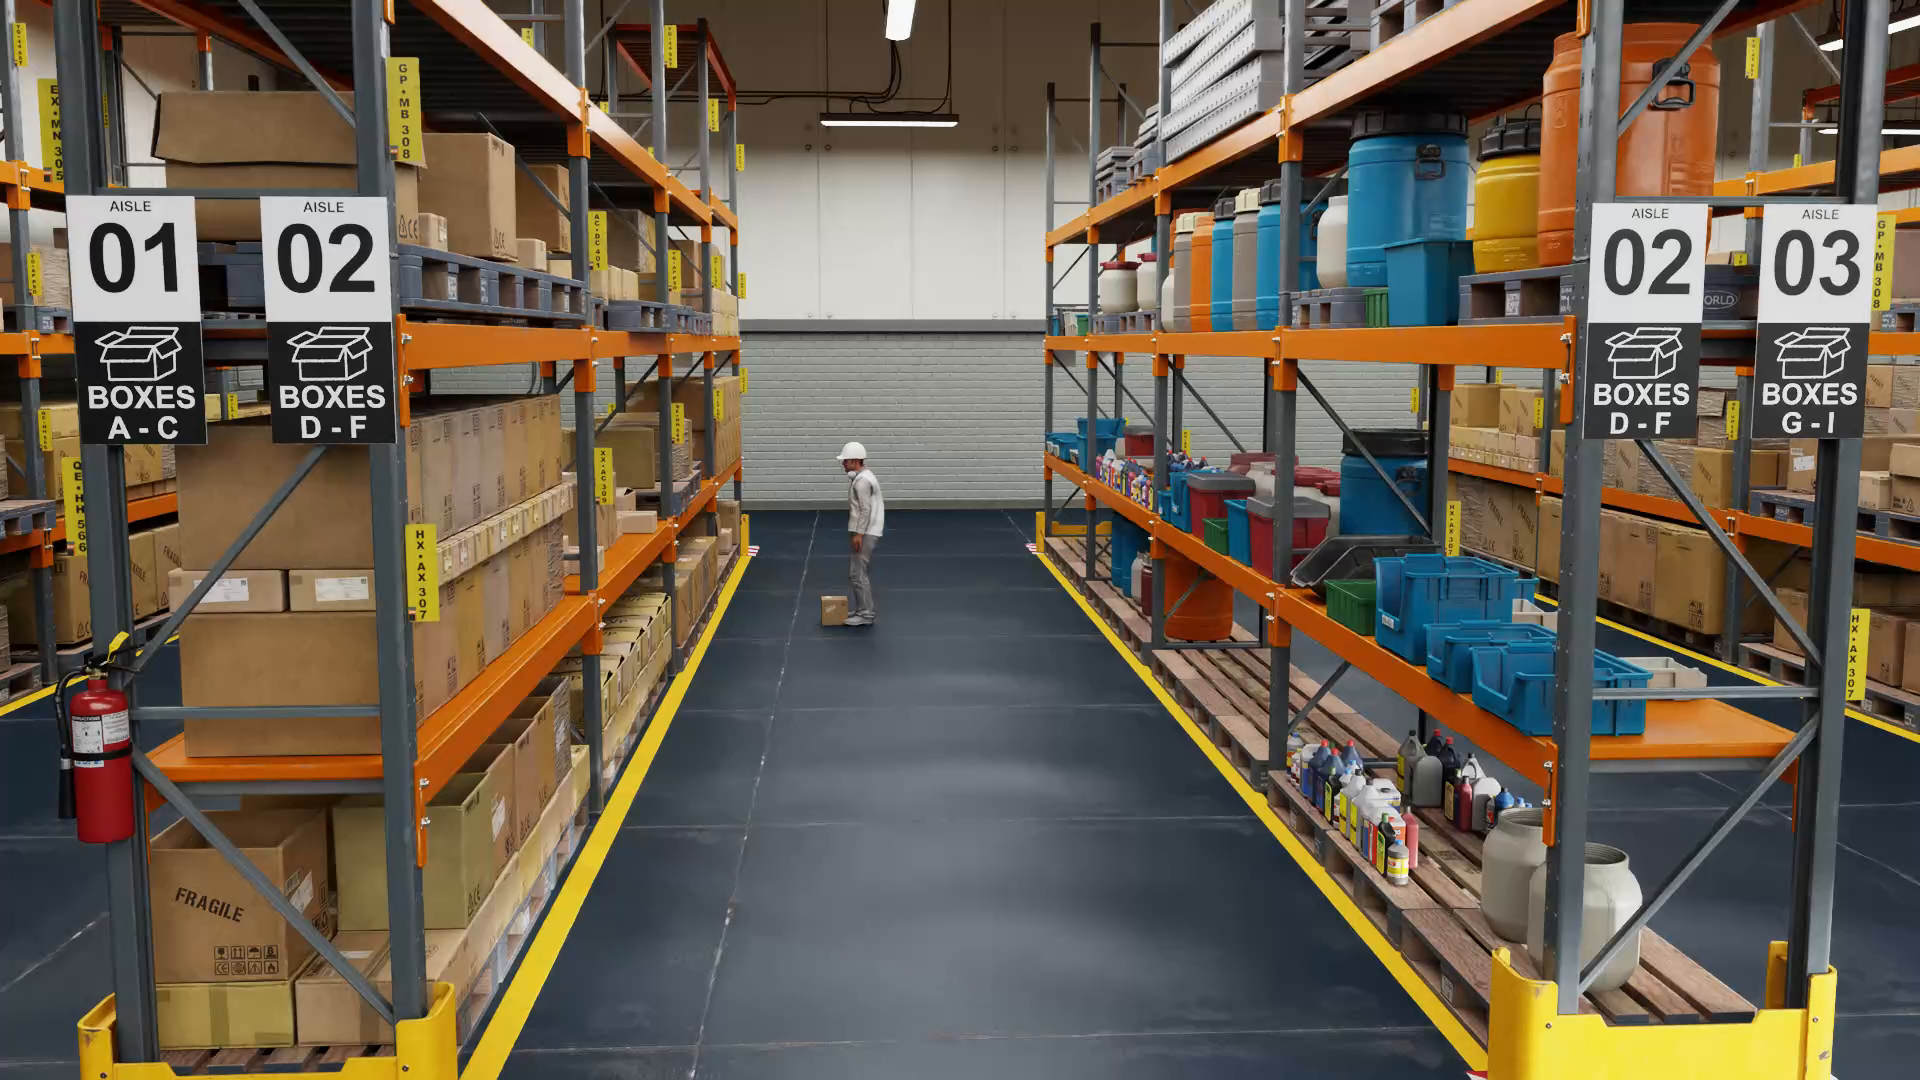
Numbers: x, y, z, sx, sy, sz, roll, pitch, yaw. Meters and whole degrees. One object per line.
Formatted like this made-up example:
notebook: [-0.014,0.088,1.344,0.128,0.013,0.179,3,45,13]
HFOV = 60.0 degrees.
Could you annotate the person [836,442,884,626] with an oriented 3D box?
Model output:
person: [-0.968,-0.068,16.203,0.463,1.770,0.578,-1,7,-4]
